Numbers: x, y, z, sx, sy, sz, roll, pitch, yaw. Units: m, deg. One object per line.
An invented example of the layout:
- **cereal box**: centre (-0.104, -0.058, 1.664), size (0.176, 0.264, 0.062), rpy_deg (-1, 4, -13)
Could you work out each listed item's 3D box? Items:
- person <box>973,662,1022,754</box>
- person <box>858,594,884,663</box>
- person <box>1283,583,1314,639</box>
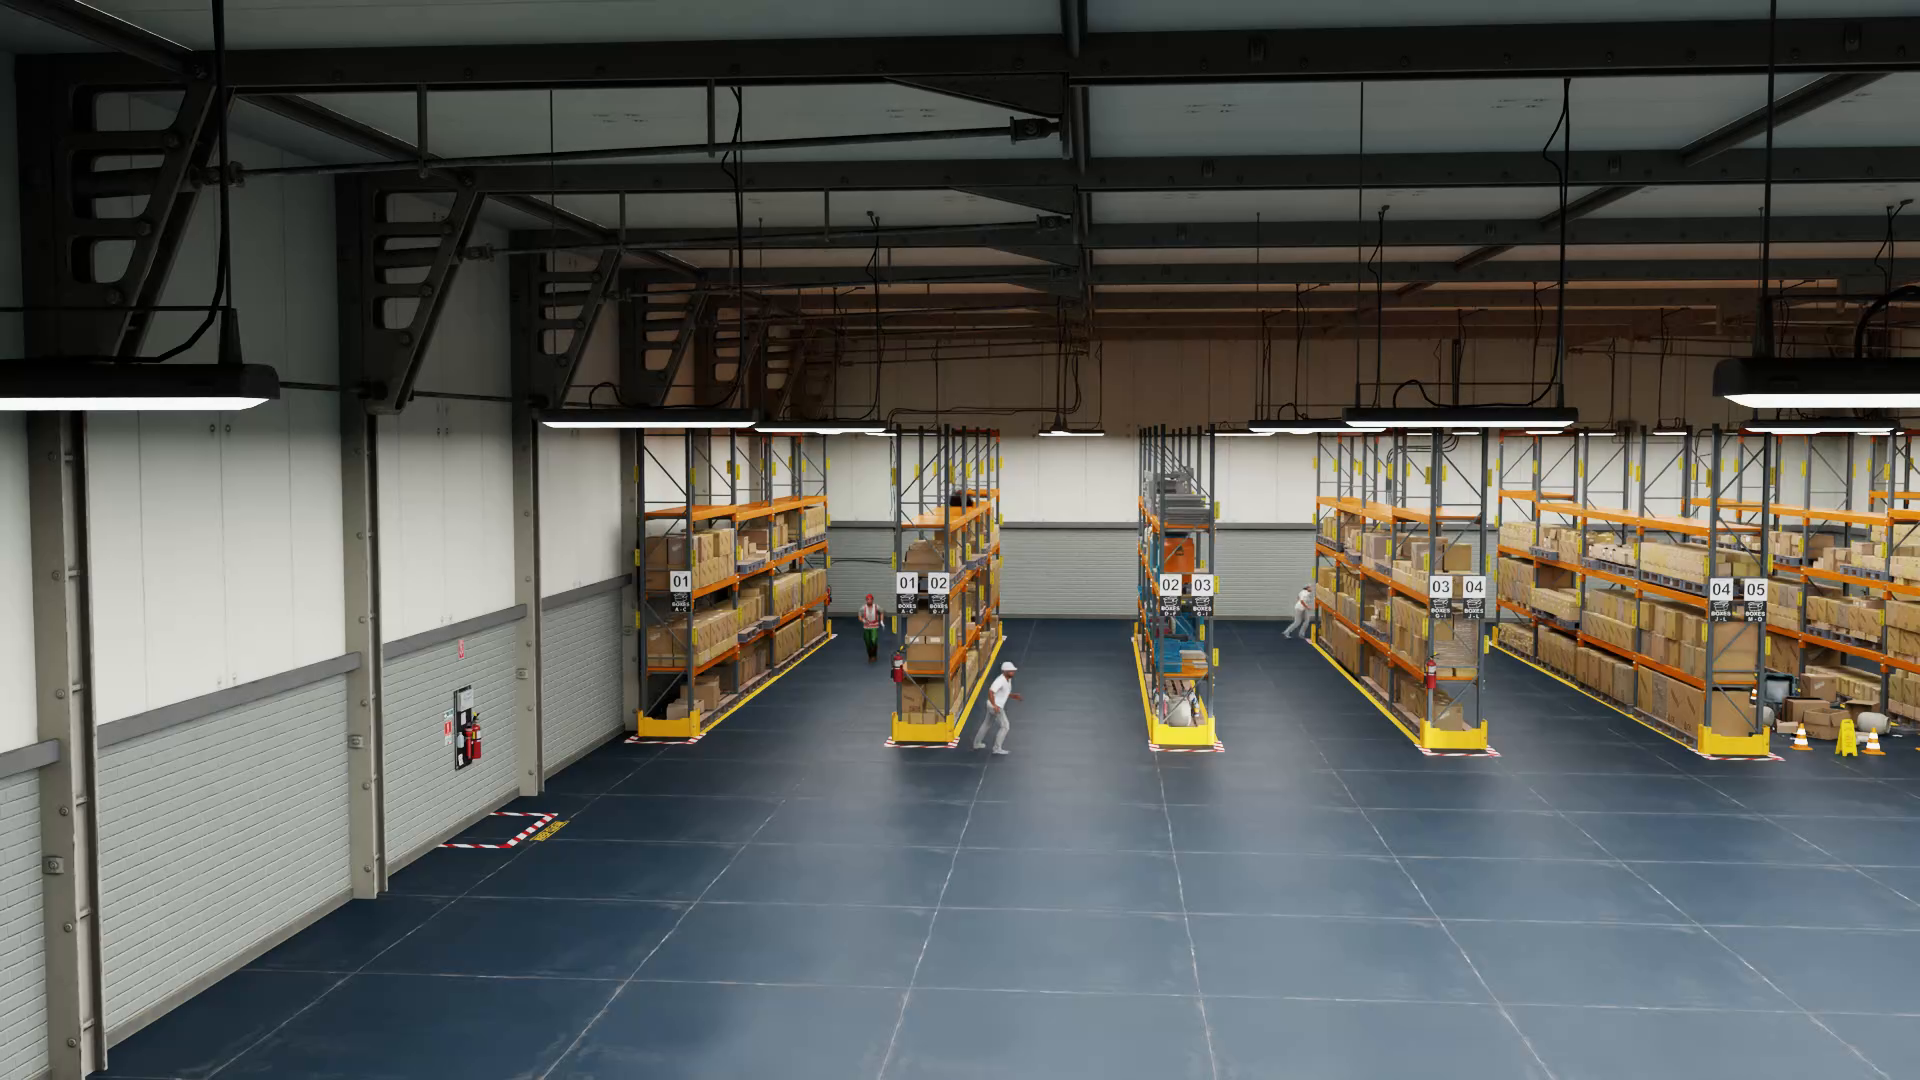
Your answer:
- **person**: centre (0.687, 3.048, 30.294), size (0.897, 1.688, 0.731), rpy_deg (0, 3, 1)
- **person**: centre (-2.266, 2.256, 42.309), size (0.644, 1.766, 0.776), rpy_deg (0, 3, 4)
- **person**: centre (9.717, 2.038, 47.666), size (0.849, 1.628, 0.593), rpy_deg (1, 4, 18)
